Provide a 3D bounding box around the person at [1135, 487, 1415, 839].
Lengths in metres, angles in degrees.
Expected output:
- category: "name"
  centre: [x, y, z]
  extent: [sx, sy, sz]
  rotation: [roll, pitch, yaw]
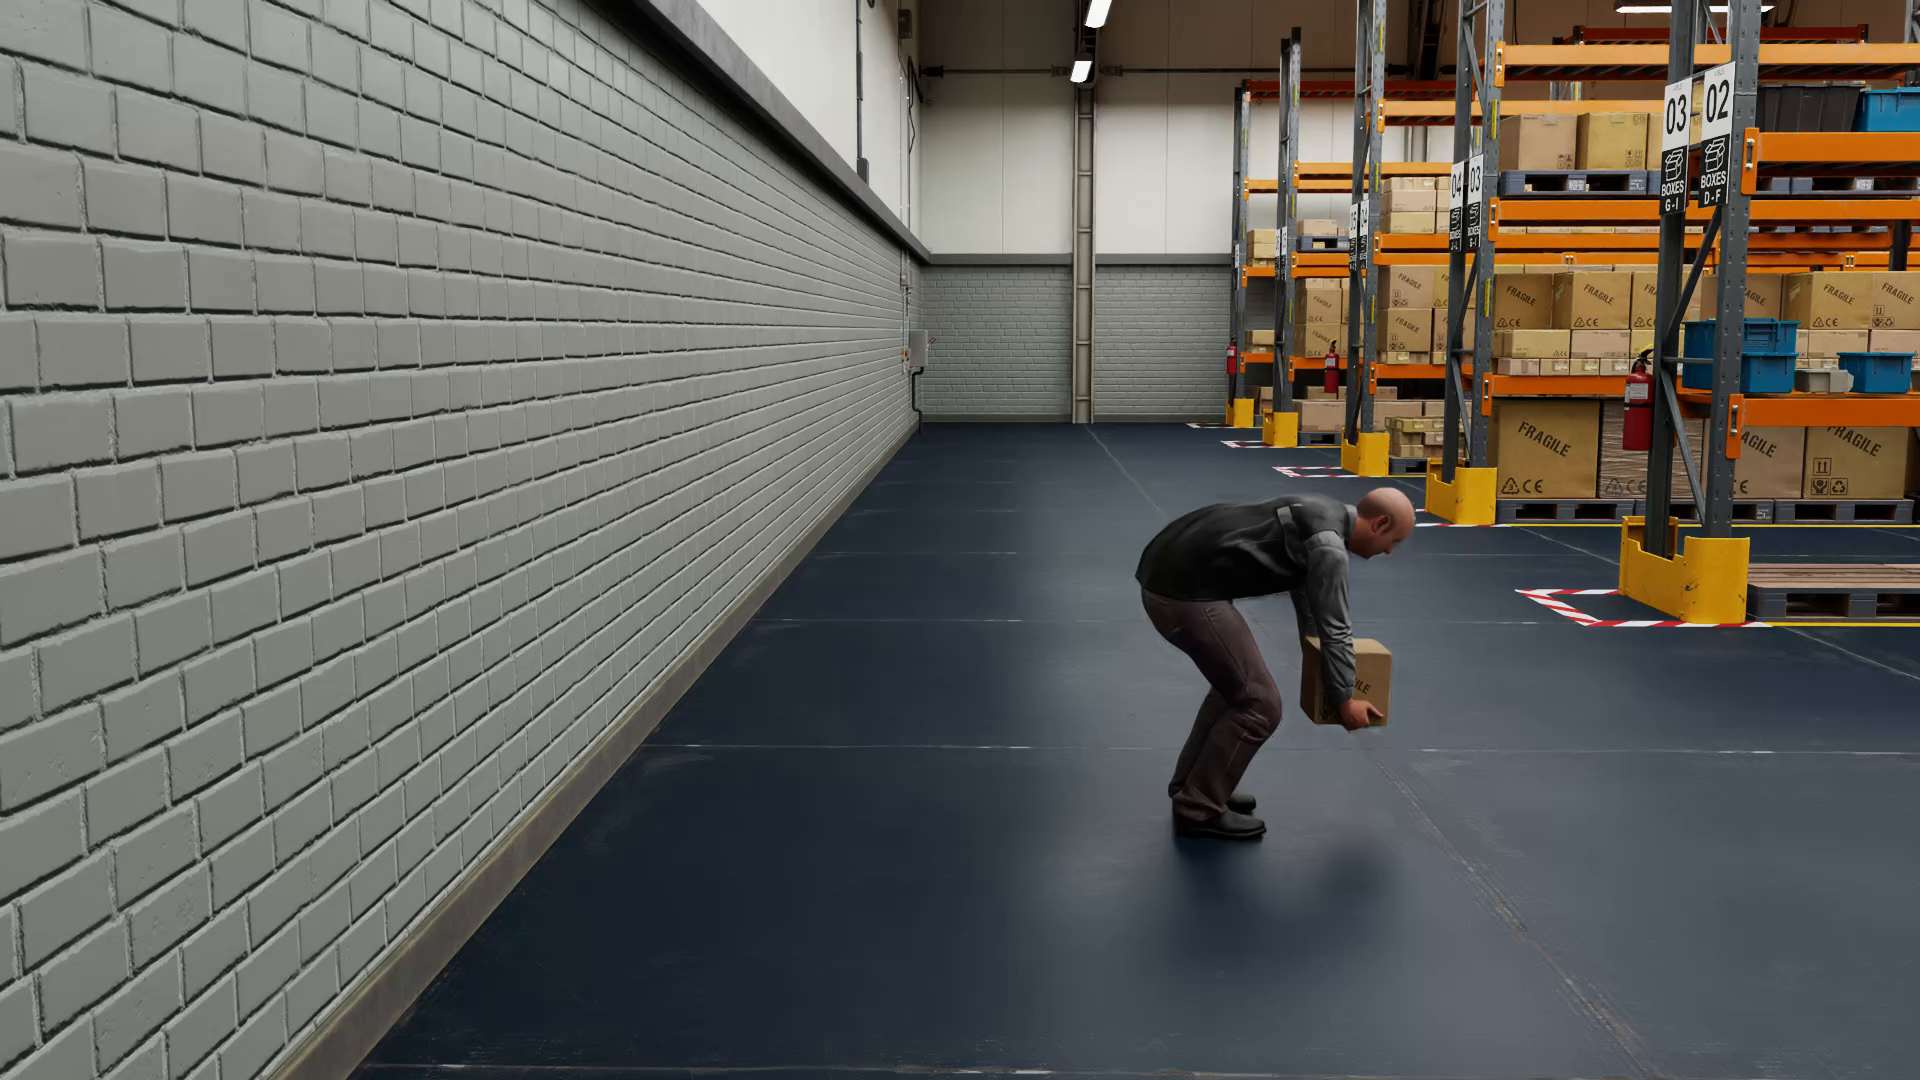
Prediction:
- category: "person"
  centre: [1.082, 0.402, 5.681]
  extent: [0.915, 1.164, 0.484]
  rotation: [0, 7, -1]
